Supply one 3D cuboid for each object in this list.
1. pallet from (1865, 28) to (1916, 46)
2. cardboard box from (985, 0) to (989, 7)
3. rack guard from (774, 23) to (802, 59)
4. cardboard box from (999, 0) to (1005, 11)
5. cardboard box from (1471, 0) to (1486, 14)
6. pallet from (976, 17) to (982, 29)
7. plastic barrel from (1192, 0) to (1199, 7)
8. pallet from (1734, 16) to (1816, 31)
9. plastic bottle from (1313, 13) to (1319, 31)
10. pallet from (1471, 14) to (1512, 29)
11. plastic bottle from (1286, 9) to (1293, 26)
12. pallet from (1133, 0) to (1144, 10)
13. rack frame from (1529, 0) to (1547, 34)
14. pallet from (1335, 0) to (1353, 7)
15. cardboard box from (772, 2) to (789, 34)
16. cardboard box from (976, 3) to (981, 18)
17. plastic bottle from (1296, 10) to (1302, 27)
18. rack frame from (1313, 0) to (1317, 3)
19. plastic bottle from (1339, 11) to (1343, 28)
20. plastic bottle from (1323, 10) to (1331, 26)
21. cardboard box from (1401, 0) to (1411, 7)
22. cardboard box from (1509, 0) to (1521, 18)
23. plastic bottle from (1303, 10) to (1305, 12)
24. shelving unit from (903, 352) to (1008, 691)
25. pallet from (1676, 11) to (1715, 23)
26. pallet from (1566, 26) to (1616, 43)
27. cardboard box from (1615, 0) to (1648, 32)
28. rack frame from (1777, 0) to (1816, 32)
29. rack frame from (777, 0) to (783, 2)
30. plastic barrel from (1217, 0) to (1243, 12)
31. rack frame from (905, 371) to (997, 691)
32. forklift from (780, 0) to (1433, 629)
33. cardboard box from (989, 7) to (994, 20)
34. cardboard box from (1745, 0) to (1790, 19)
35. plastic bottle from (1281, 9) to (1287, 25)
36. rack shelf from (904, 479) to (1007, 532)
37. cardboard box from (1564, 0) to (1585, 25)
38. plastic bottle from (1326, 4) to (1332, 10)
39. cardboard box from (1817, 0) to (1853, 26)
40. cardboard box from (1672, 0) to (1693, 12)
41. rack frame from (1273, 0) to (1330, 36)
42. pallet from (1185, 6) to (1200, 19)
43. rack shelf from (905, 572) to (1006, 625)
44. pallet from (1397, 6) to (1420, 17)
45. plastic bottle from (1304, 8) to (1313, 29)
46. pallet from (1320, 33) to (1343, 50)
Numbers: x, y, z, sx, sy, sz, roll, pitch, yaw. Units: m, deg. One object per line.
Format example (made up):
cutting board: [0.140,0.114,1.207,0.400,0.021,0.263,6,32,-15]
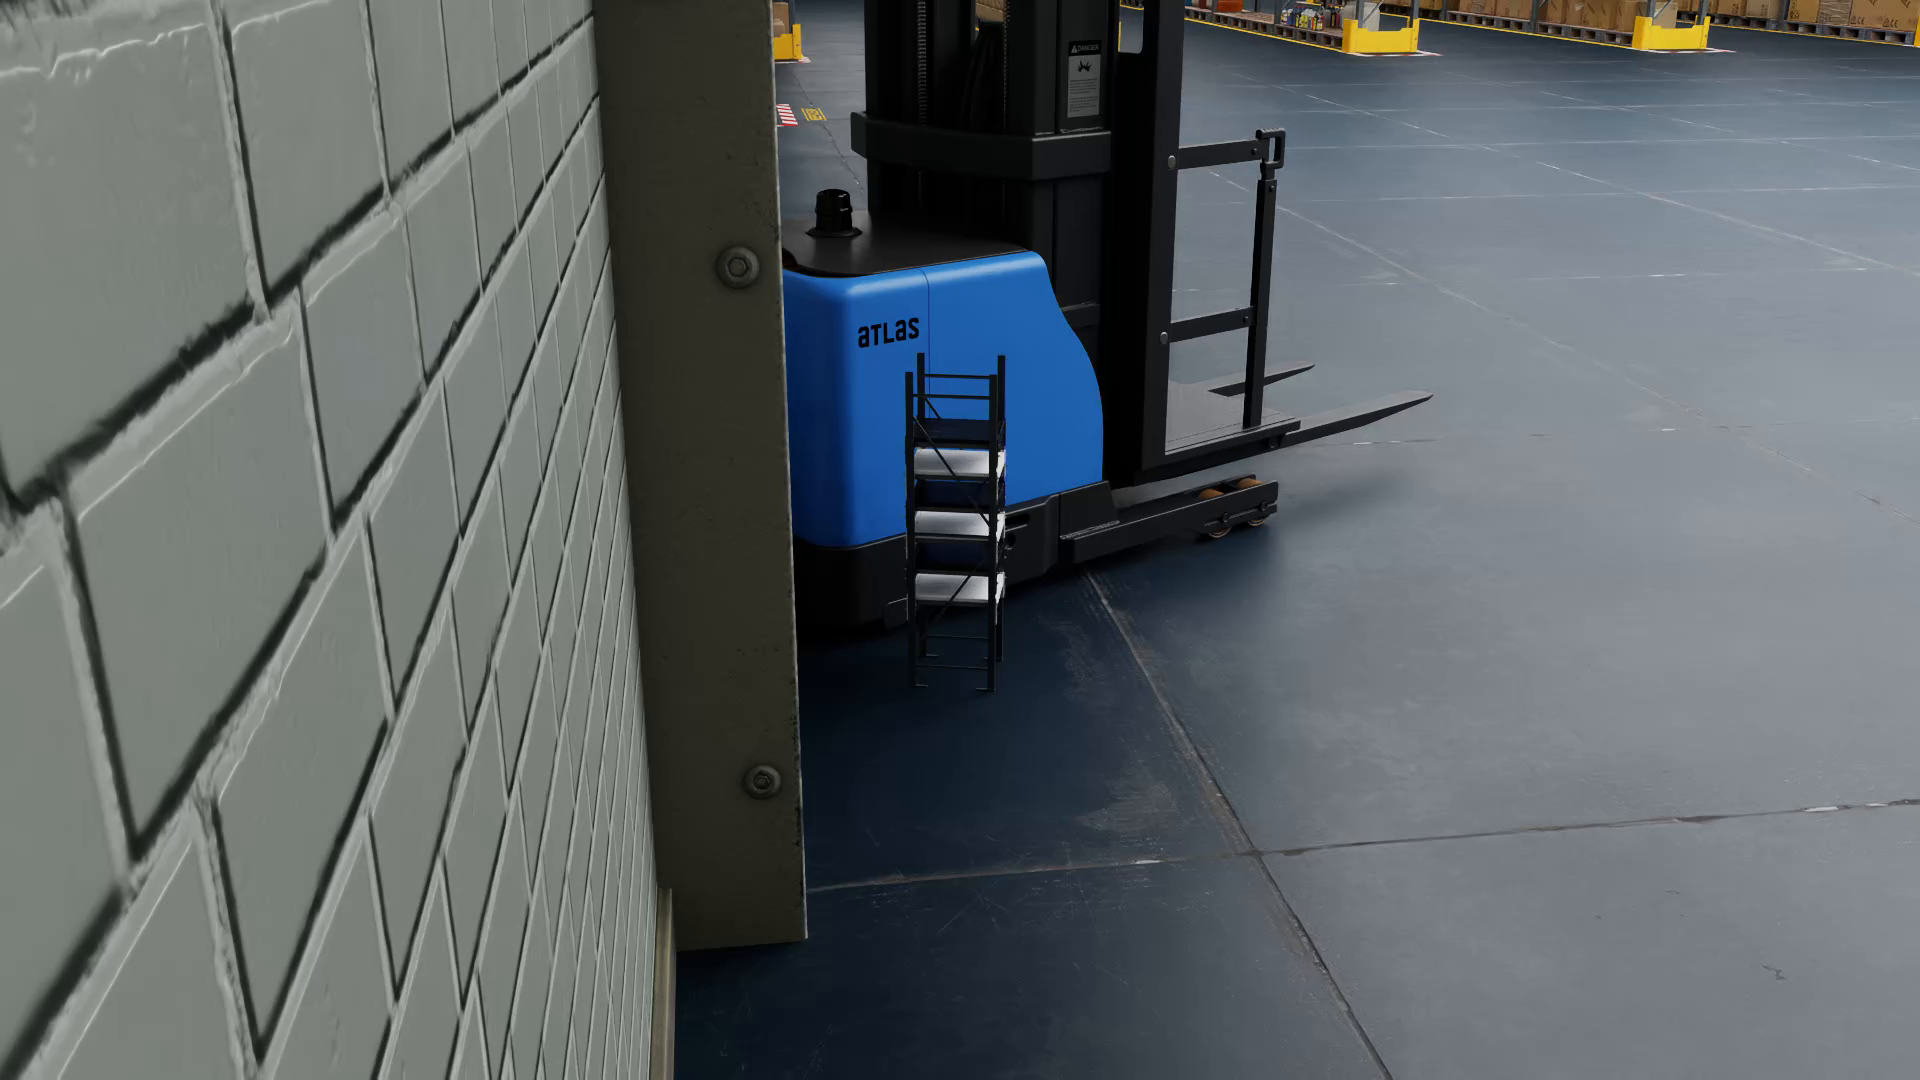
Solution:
pallet: [16.432,-8.672,28.632,1.003,0.211,1.213,-3,21,-8]
cardboard box: [0.760,-10.201,31.269,0.500,0.311,0.500,-3,21,-8]
rack guard: [-3.014,-7.596,25.339,1.175,0.500,0.348,-3,21,-8]
cardboard box: [0.980,-9.674,29.858,0.500,0.311,0.500,-3,21,-8]
cardboard box: [10.757,-10.873,33.483,0.700,0.500,0.500,-5,21,-12]
pallet: [0.825,-10.168,32.639,1.003,0.211,1.213,-3,21,-8]
plastic barrel: [5.227,-11.792,35.956,0.421,0.512,0.421,0,20,0]
pallet: [15.862,-10.047,32.315,1.003,0.211,1.213,-3,21,-8]
plastic bottle: [6.067,-8.827,28.316,0.061,0.283,0.133,-2,21,-6]
pallet: [10.832,-10.261,32.889,1.003,0.211,1.213,-3,21,-8]
plastic bottle: [5.910,-9.312,29.626,0.152,0.276,0.135,-2,21,-6]
pallet: [4.747,-12.765,39.591,1.003,0.211,1.213,-3,21,-8]
rack frame: [11.125,-10.875,30.546,1.000,3.000,0.127,-3,21,-8]
pallet: [9.760,-13.029,40.299,1.003,0.211,1.213,-3,21,-8]
cardboard box: [-3.152,-8.474,27.060,0.700,0.500,0.500,-4,21,-11]
cardboard box: [0.603,-10.300,32.336,0.500,0.250,0.500,-3,21,-9]
plastic bottle: [5.939,-9.134,29.137,0.061,0.283,0.133,-2,21,-5]
rack frame: [9.395,-15.030,41.670,1.000,3.000,0.127,-3,21,-8]
plastic bottle: [6.696,-9.112,29.090,0.152,0.276,0.135,-3,21,-7]
plastic bottle: [6.487,-9.264,29.497,0.152,0.276,0.135,-3,21,-8]
cardboard box: [10.349,-12.010,36.022,1.225,0.875,0.875,-3,21,-8]
cardboard box: [11.008,-10.290,31.923,0.700,0.500,0.500,-3,21,-8]
plastic bottle: [6.070,-9.209,29.355,0.097,0.271,0.097,0,20,0]
shelving unit: [-0.010,-0.045,4.550,0.258,0.900,0.210,3,21,7]
pallet: [15.510,-10.892,34.577,1.003,0.211,1.213,-3,21,-8]
pallet: [11.436,-8.915,29.282,1.003,0.211,1.213,-3,21,-8]
cardboard box: [11.508,-8.938,28.332,0.500,0.500,0.500,2,21,6]
rack frame: [16.048,-11.090,31.122,1.000,3.000,0.127,-3,21,-8]
rack frame: [-3.580,-10.125,28.539,1.000,3.000,0.127,-3,21,-8]
plastic barrel: [5.560,-11.359,34.342,0.600,0.830,0.708,-3,21,-8]
rack frame: [-0.023,-0.009,4.455,0.240,0.900,0.006,3,21,7]
forklift: [0.495,-1.509,5.568,3.031,2.935,1.130,-15,25,-35]
cardboard box: [0.830,-9.767,30.908,0.500,0.250,0.500,-2,21,-7]
cardboard box: [15.869,-10.443,32.005,1.050,0.750,0.750,-3,21,-8]
plastic bottle: [5.836,-9.421,29.923,0.097,0.271,0.097,0,20,0]
rack shelf: [-0.010,-0.098,4.530,0.258,0.077,0.200,3,21,7]
cardboard box: [11.233,-9.562,30.004,0.500,0.500,0.500,4,21,9]
plastic bottle: [6.602,-9.382,29.705,0.144,0.351,0.185,-3,21,-9]
cardboard box: [16.203,-9.758,29.993,0.875,0.875,0.875,-3,21,-7]
cardboard box: [15.470,-11.402,34.573,1.050,0.750,0.750,-3,21,-8]
rack frame: [6.224,-10.625,29.877,1.000,3.000,0.127,-3,21,-8]
pallet: [5.320,-11.396,35.927,1.003,0.211,1.213,-3,21,-8]
rack shelf: [-0.010,0.155,4.624,0.258,0.077,0.200,3,21,7]
pallet: [10.337,-11.652,36.611,1.003,0.211,1.213,-3,21,-8]
plastic bottle: [6.045,-9.013,28.718,0.144,0.351,0.185,-2,21,-6]
pallet: [6.631,-8.239,27.475,1.003,0.211,1.213,-3,21,-8]
